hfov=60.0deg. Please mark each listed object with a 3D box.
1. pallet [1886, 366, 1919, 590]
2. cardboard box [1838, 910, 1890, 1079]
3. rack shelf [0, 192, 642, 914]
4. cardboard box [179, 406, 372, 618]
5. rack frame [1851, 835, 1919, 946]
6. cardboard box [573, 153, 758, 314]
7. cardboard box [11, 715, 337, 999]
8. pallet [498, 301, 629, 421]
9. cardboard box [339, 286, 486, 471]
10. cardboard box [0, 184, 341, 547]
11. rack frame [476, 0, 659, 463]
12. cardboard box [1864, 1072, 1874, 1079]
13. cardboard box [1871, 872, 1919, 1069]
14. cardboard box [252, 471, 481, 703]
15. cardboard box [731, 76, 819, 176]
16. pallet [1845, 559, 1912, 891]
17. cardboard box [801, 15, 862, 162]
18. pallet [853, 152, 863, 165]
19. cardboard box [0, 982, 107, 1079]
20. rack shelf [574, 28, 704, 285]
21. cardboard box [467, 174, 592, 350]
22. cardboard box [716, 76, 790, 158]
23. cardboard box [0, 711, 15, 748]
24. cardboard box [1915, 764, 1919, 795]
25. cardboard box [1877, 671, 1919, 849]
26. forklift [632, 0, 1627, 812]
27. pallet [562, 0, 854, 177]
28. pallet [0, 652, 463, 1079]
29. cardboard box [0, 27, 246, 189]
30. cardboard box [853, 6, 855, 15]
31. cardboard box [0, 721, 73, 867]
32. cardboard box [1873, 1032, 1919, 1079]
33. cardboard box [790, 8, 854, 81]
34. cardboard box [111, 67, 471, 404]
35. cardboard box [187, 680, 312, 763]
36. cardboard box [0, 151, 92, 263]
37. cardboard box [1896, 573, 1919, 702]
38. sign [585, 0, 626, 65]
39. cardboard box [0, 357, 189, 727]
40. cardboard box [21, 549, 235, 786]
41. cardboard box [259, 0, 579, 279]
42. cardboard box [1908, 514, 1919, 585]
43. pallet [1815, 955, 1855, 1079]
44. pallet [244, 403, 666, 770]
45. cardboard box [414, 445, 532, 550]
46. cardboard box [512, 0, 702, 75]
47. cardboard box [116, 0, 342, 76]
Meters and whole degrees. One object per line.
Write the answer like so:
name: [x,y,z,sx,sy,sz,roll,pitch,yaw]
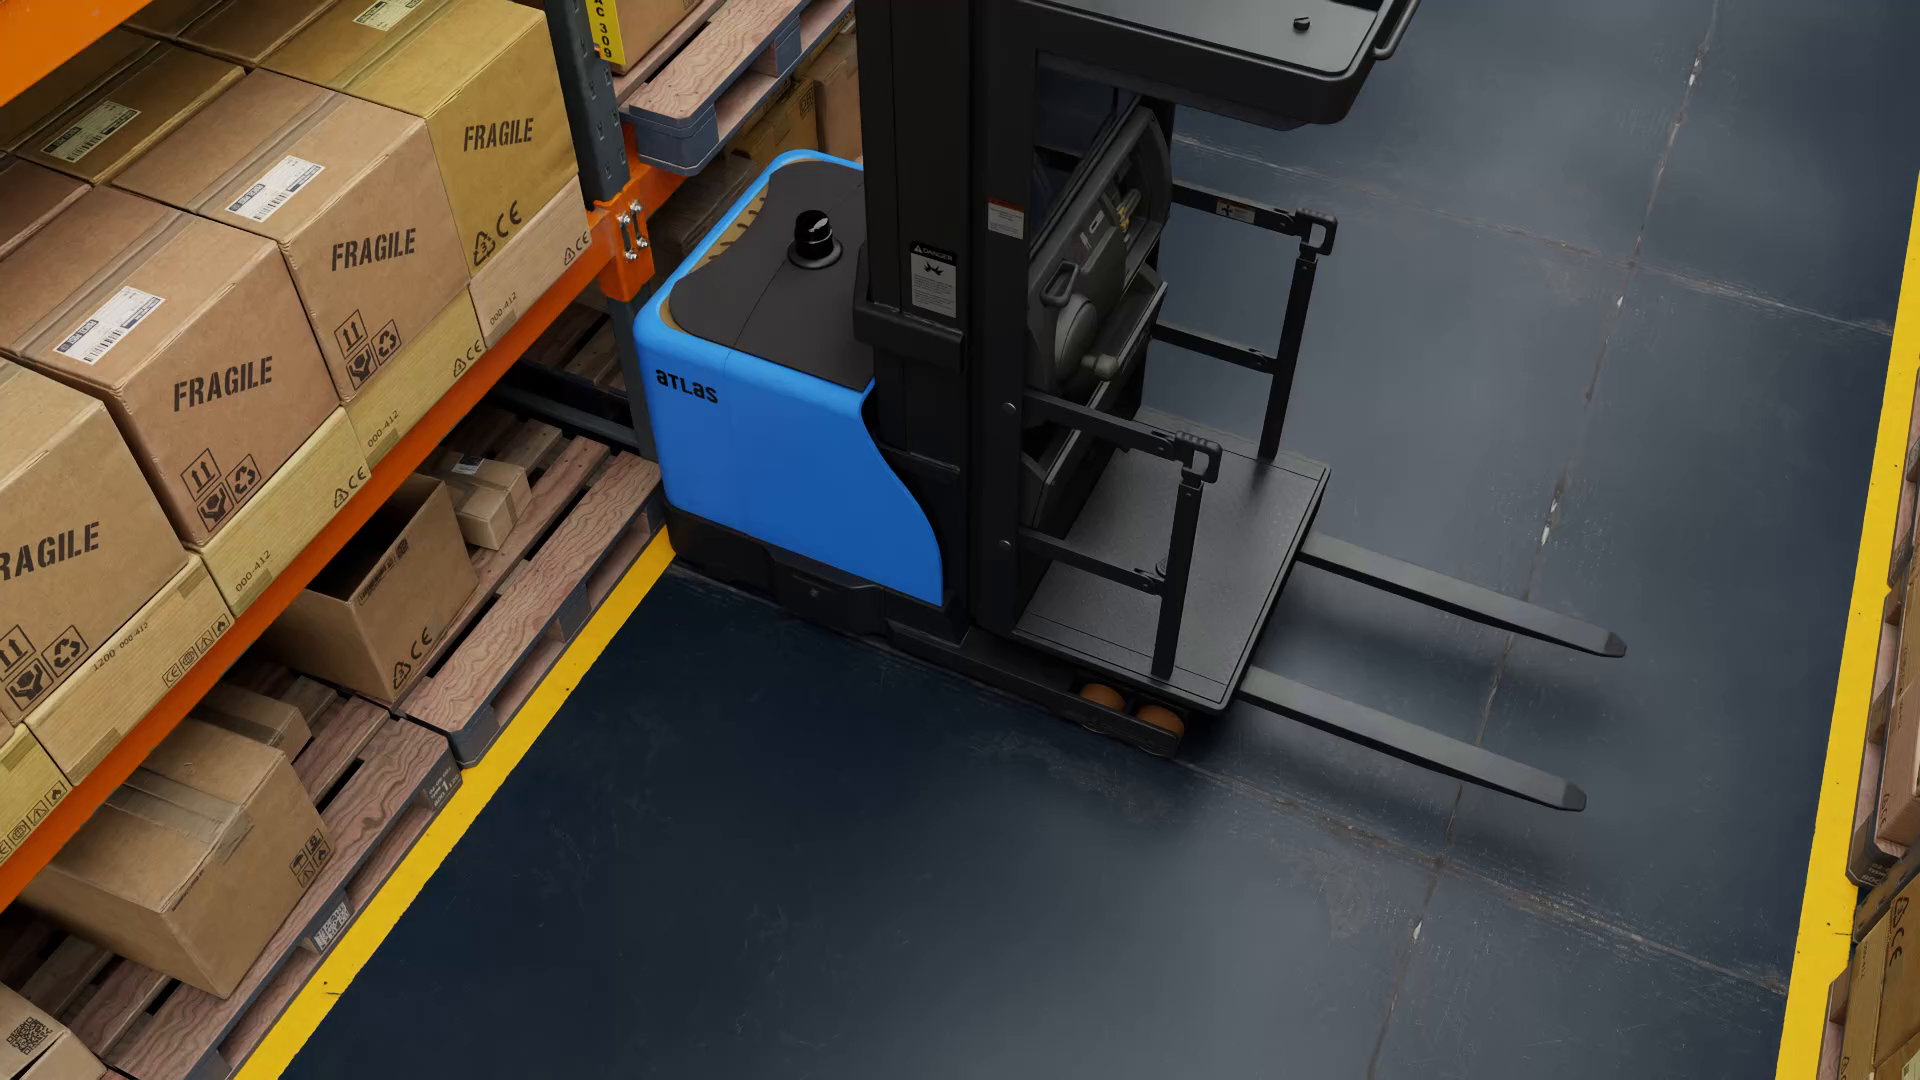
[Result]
pallet: [3.830,-0.155,5.743,1.003,0.211,1.213,20,52,16]
cardboard box: [2.559,1.280,4.221,0.500,0.250,0.500,20,52,16]
rack shelf: [-2.304,0.306,3.993,1.077,0.370,4.000,20,52,16]
cardboard box: [-1.799,-0.146,3.990,0.500,0.250,0.500,20,52,16]
rack frame: [3.031,0.305,3.521,1.000,3.000,0.127,20,52,16]
cardboard box: [-1.150,-1.149,6.111,0.700,0.500,0.500,21,53,17]
cardboard box: [-2.179,0.789,4.462,0.700,0.500,0.500,17,52,14]
pallet: [-1.118,-0.938,6.409,1.003,0.211,1.213,20,52,16]
cardboard box: [-1.598,-0.497,4.289,0.500,0.250,0.500,20,52,16]
cardboard box: [-1.805,-0.390,3.706,0.500,0.500,0.500,18,52,15]
rack frame: [-1.450,-1.305,4.891,1.000,3.000,0.127,20,52,16]
cardboard box: [2.341,1.623,3.929,0.500,0.250,0.500,20,52,16]
cardboard box: [2.550,1.034,3.938,0.500,0.500,0.500,20,52,16]
cardboard box: [-1.857,0.091,5.056,0.500,0.500,0.500,16,52,13]
cardboard box: [-0.975,-1.522,6.428,0.700,0.500,0.500,19,52,15]
pallet: [3.310,0.688,5.026,1.003,0.211,1.213,20,52,16]
cardboard box: [-0.720,-1.860,6.715,0.700,0.500,0.500,20,53,16]
pallet: [-0.598,-1.781,7.127,1.003,0.211,1.213,20,52,16]
cardboard box: [-2.538,1.339,4.118,0.500,0.311,0.500,24,54,19]
rack shelf: [-0.595,-2.449,6.336,1.077,0.370,4.000,20,52,16]
cardboard box: [-1.378,-0.838,4.579,0.500,0.250,0.500,20,52,16]
cardboard box: [-0.965,-1.697,6.084,0.500,0.250,0.500,19,52,15]
cardboard box: [-2.236,0.327,3.095,0.500,0.500,0.500,18,52,15]
cardboard box: [2.945,0.506,4.512,0.500,0.311,0.500,20,52,16]
cardboard box: [2.946,0.680,4.732,0.500,0.250,0.500,19,52,16]
forklift: [0.569,-0.745,4.460,3.031,2.935,1.130,20,52,16]
pallet: [-0.991,-1.721,5.371,1.003,0.211,1.213,20,52,16]
pallet: [-2.224,0.916,4.832,1.003,0.211,1.213,20,52,16]
cardboard box: [-2.064,-0.895,4.135,0.500,0.500,0.500,20,52,16]
cardboard box: [-0.517,-2.394,6.677,0.500,0.250,0.500,20,52,16]
cardboard box: [-2.231,0.548,3.399,0.500,0.250,0.500,19,52,16]
cardboard box: [2.343,1.381,3.643,0.500,0.500,0.500,20,52,16]
cardboard box: [-0.746,-2.056,6.390,0.500,0.250,0.500,18,52,15]
cardboard box: [-1.580,-0.734,3.998,0.500,0.500,0.500,20,52,16]
cardboard box: [-2.151,0.572,4.877,0.380,0.149,0.250,16,51,13]
cardboard box: [-2.281,-0.553,3.844,0.500,0.500,0.500,21,53,17]
cardboard box: [3.164,0.332,5.028,0.500,0.250,0.500,19,52,16]
sign: [-0.956,-1.414,4.415,0.100,0.325,0.005,20,52,16]
cardboard box: [-2.026,-0.032,3.401,0.500,0.500,0.500,21,53,17]
cardboard box: [-2.013,0.201,3.695,0.500,0.250,0.500,20,53,16]
cardboard box: [-1.372,-1.079,4.292,0.500,0.500,0.500,20,52,16]
cardboard box: [3.382,-0.020,5.328,0.500,0.250,0.500,21,53,17]
pallet: [2.653,1.742,4.129,1.003,0.211,1.213,20,52,16]
pallet: [-1.704,0.073,5.549,1.003,0.211,1.213,20,52,16]
cardboard box: [-1.651,-0.151,5.480,0.380,0.166,0.250,14,51,11]
cardboard box: [-1.201,-1.819,4.974,0.700,0.500,0.500,20,52,16]
cardboard box: [-1.839,-1.250,4.437,0.500,0.500,0.500,19,52,15]
